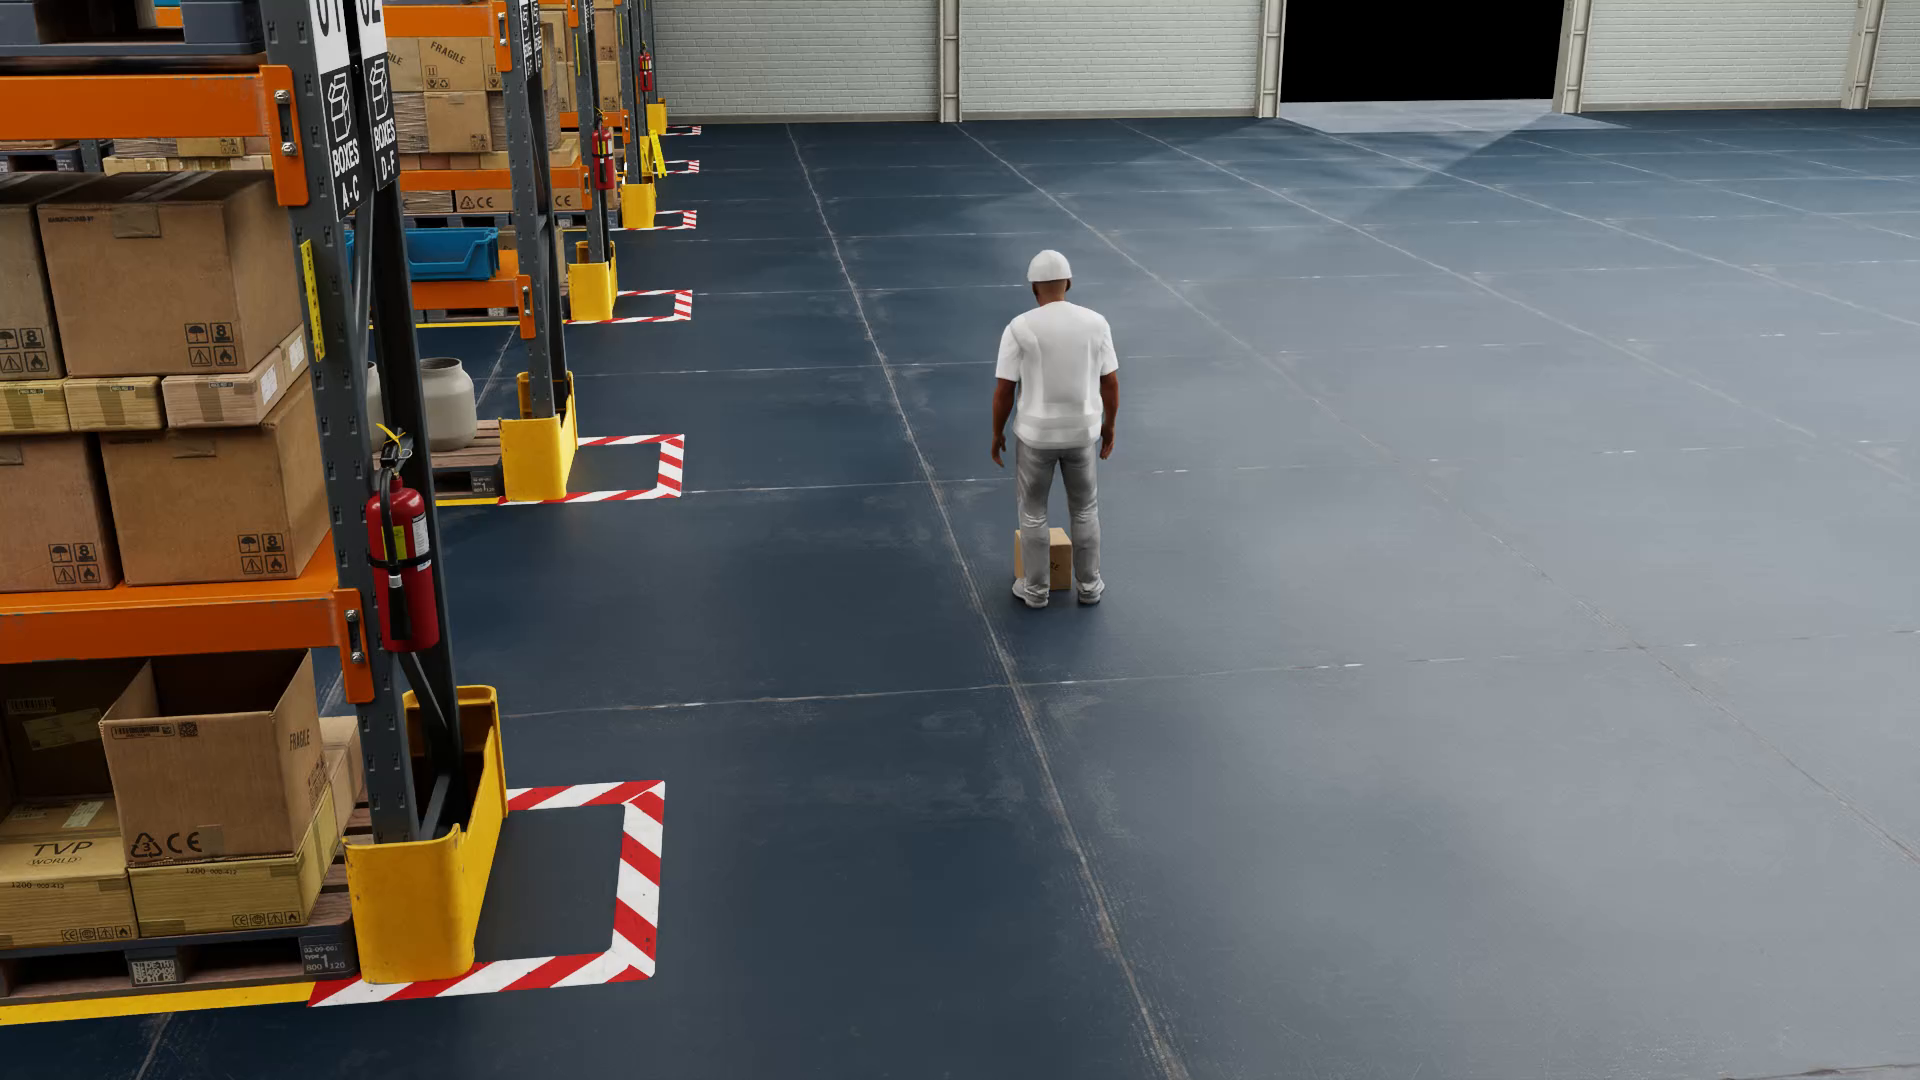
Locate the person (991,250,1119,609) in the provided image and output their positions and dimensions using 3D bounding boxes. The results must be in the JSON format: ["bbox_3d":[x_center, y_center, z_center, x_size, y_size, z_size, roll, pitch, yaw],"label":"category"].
[{"bbox_3d":[0.461,-0.531,8.128,0.636,1.761,0.454,-4,20,-11],"label":"person"}]
